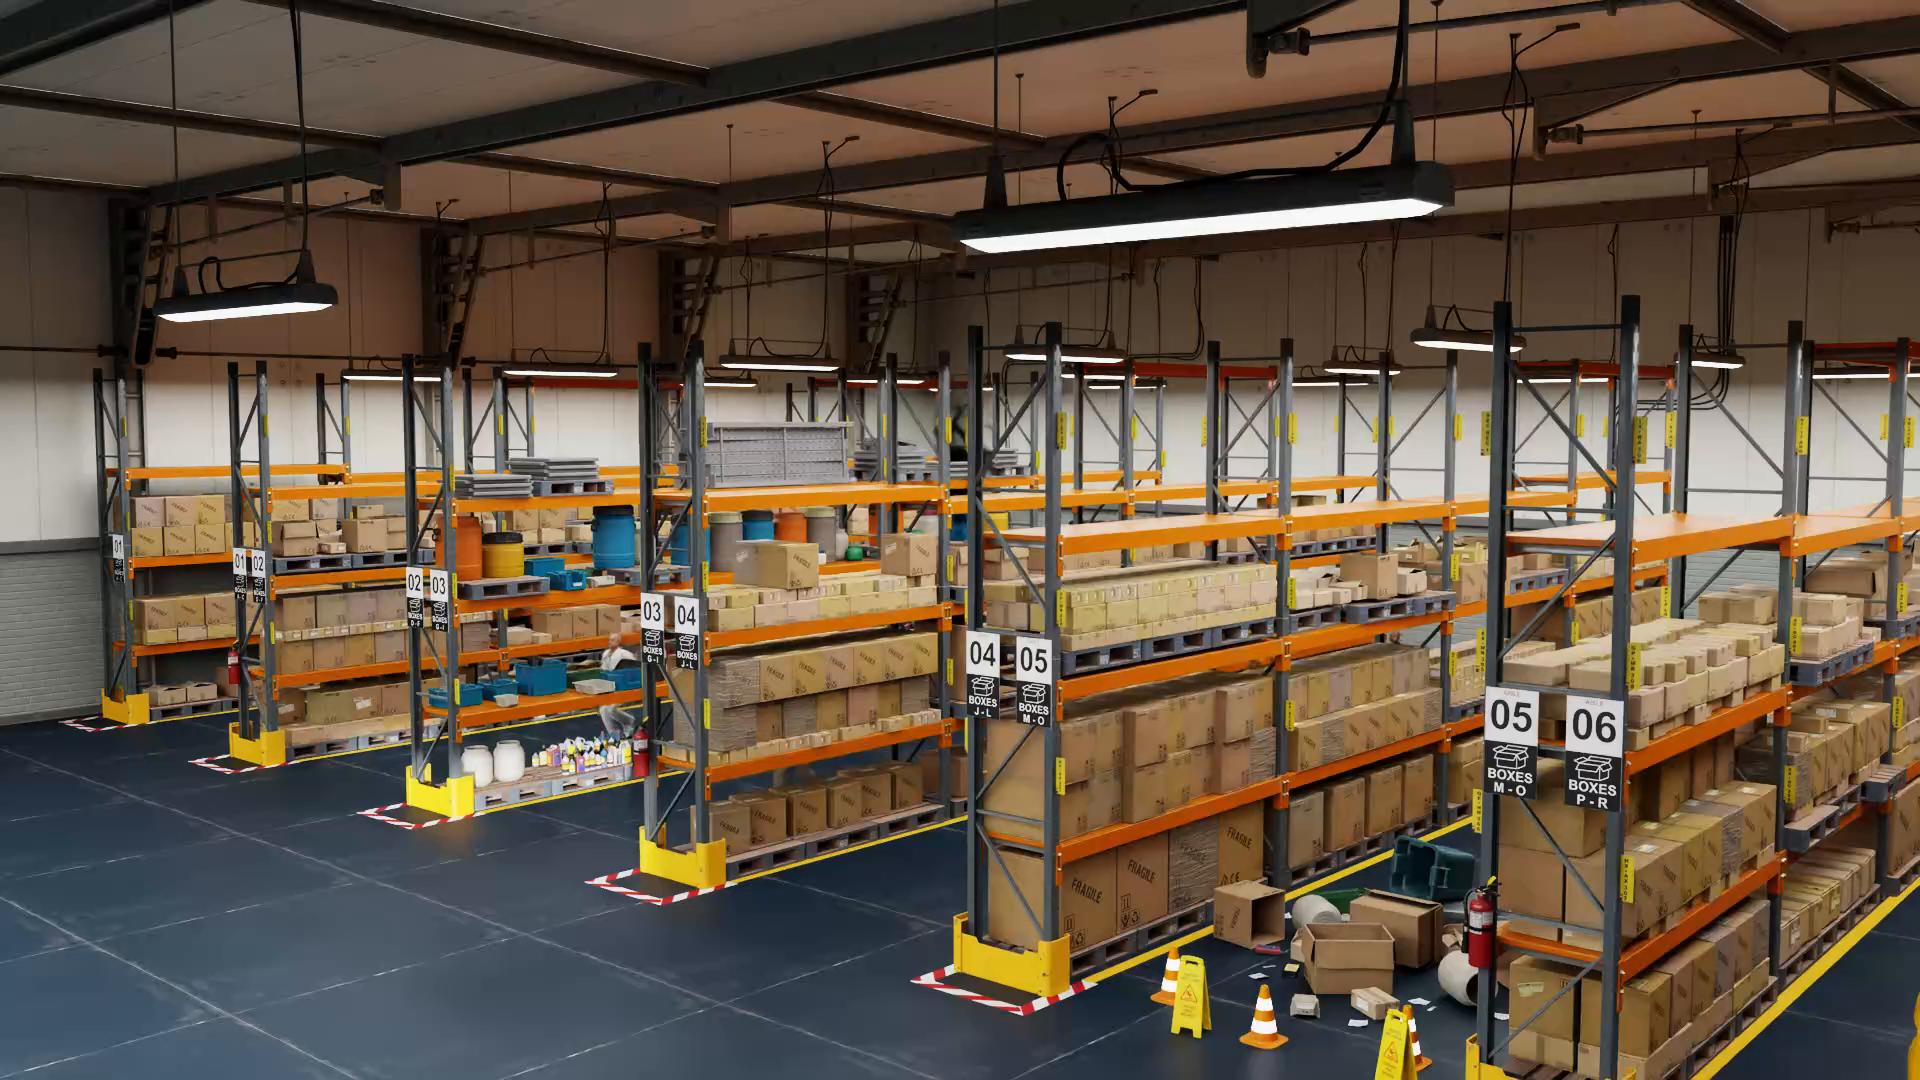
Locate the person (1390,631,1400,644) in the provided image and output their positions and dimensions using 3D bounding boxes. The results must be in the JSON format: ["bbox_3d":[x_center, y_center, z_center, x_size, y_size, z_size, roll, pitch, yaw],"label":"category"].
[{"bbox_3d":[7.310,2.310,27.885,0.595,1.612,0.601,4,6,41],"label":"person"}]

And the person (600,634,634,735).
[{"bbox_3d":[-5.516,2.392,26.473,0.706,1.643,0.663,3,5,31],"label":"person"}]

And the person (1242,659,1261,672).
[{"bbox_3d":[4.334,2.498,24.538,0.688,1.713,0.630,3,5,38],"label":"person"}]

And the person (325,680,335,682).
[{"bbox_3d":[-10.520,2.275,27.926,0.589,1.703,0.918,3,5,35],"label":"person"}]

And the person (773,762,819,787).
[{"bbox_3d":[-2.188,2.683,21.741,0.662,1.716,0.968,3,5,34],"label":"person"}]
